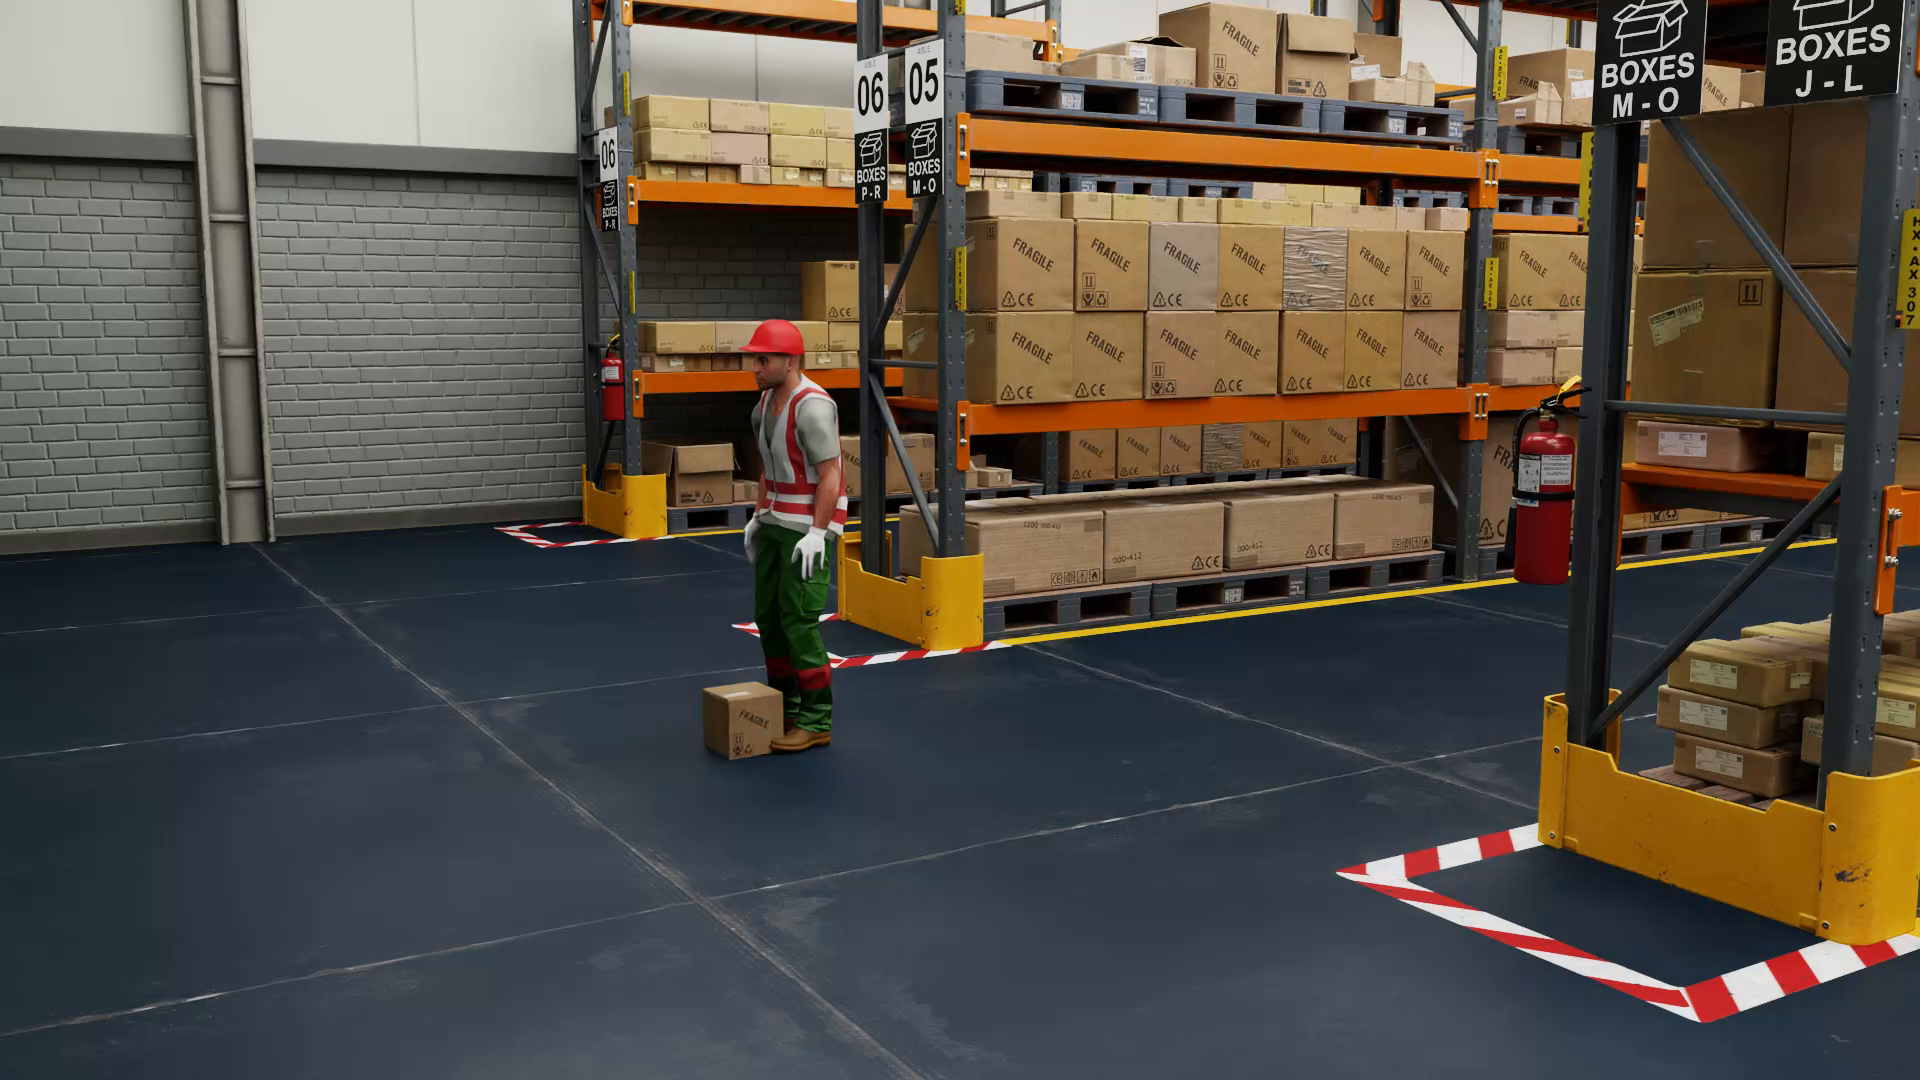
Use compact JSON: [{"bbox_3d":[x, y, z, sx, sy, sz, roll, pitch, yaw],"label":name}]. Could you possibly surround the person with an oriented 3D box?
[{"bbox_3d":[-0.723,-0.024,6.935,0.453,1.779,0.608,-5,9,-31],"label":"person"}]
